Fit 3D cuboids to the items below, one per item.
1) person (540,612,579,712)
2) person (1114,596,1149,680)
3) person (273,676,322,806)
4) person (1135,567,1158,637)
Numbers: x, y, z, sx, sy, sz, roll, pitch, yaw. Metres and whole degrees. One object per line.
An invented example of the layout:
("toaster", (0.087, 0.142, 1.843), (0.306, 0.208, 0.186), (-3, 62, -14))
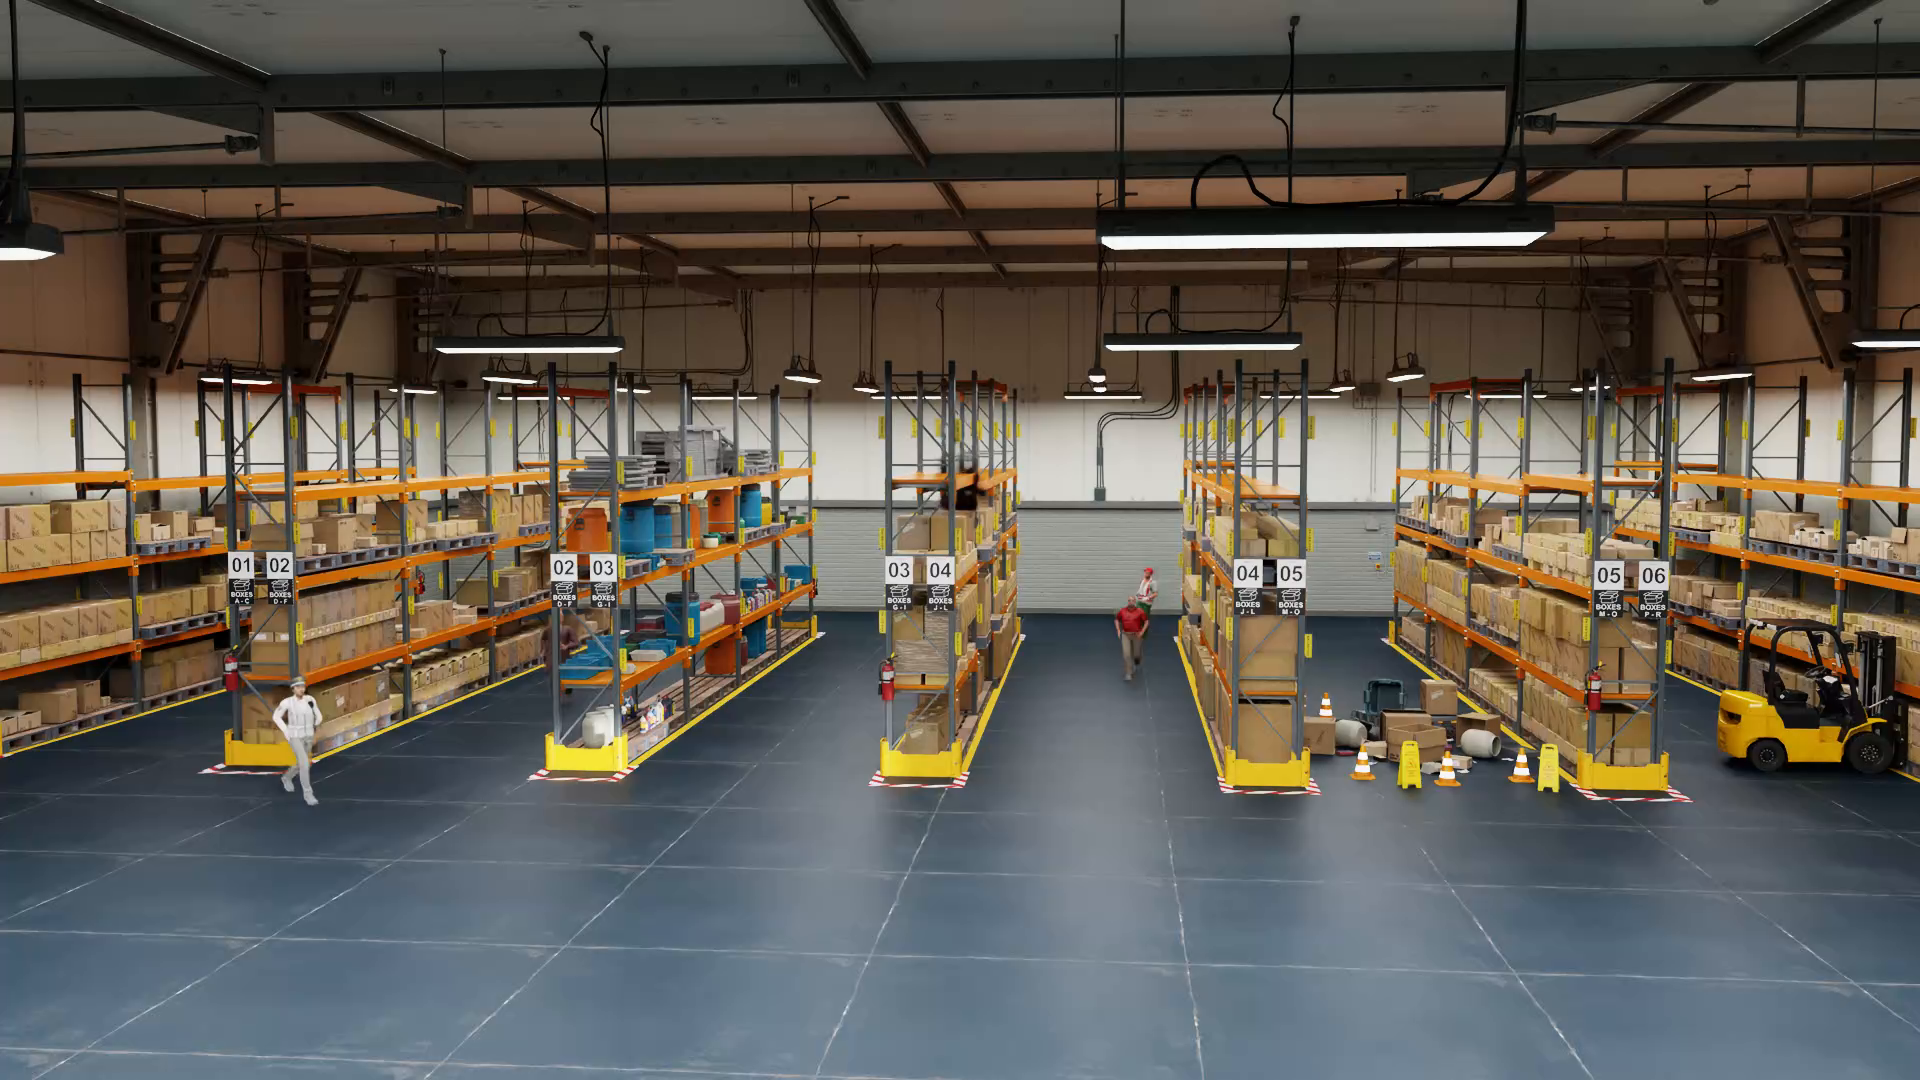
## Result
("person", (-7.189, 2.257, 29.804), (0.719, 1.558, 0.980), (0, 4, -4))
("person", (3.448, 1.952, 33.455), (0.699, 1.682, 0.771), (1, 4, 9))
("person", (-8.918, 2.680, 22.487), (0.864, 1.712, 0.602), (3, 5, 39))
("person", (4.467, 1.512, 40.043), (0.564, 1.729, 0.719), (-3, 5, -40))
